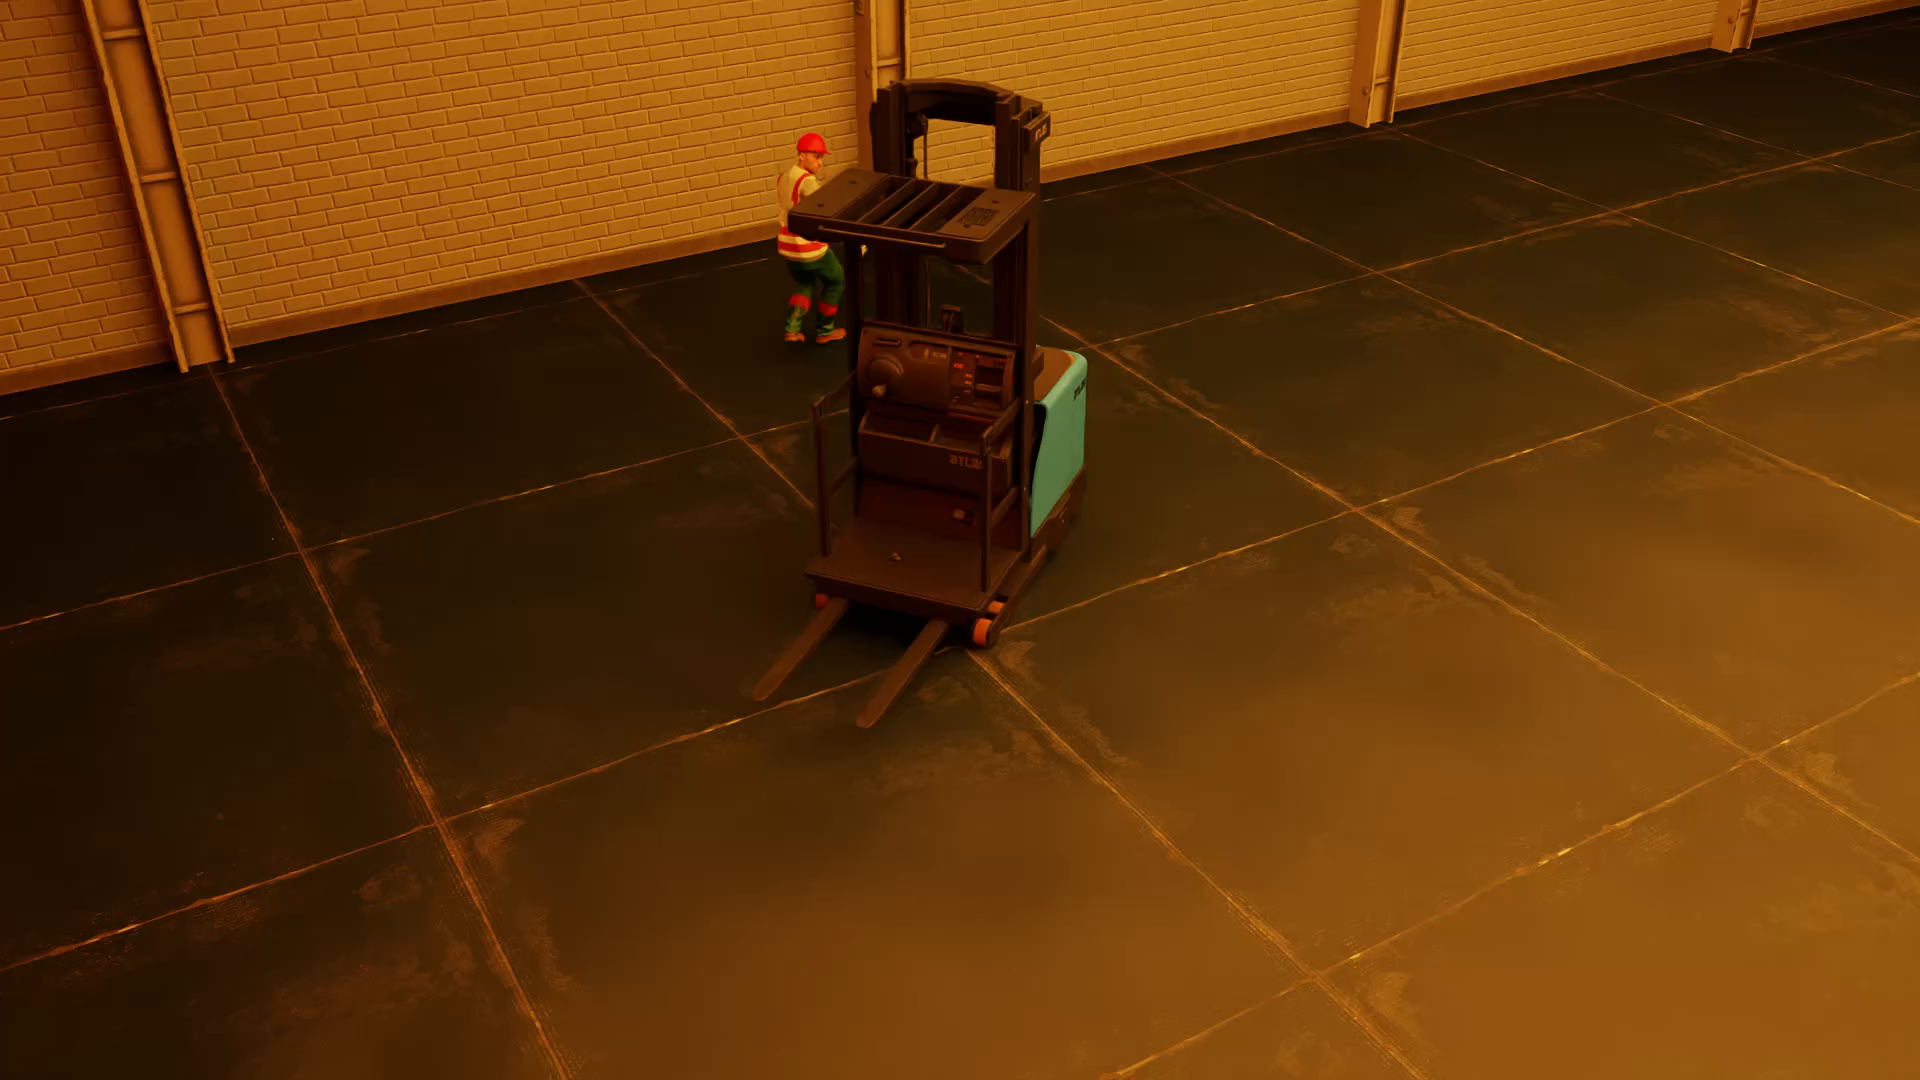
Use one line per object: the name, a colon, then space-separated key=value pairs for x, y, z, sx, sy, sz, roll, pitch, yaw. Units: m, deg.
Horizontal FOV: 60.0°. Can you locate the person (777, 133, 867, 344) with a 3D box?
person: x=-1.036 y=-2.271 z=12.667 sx=0.859 sy=1.663 sz=0.784 roll=25 pitch=39 yaw=35

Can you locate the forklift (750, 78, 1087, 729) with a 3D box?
forklift: x=-0.217 y=-0.891 z=9.136 sx=1.130 sy=2.935 sz=3.031 roll=12 pitch=33 yaw=19
